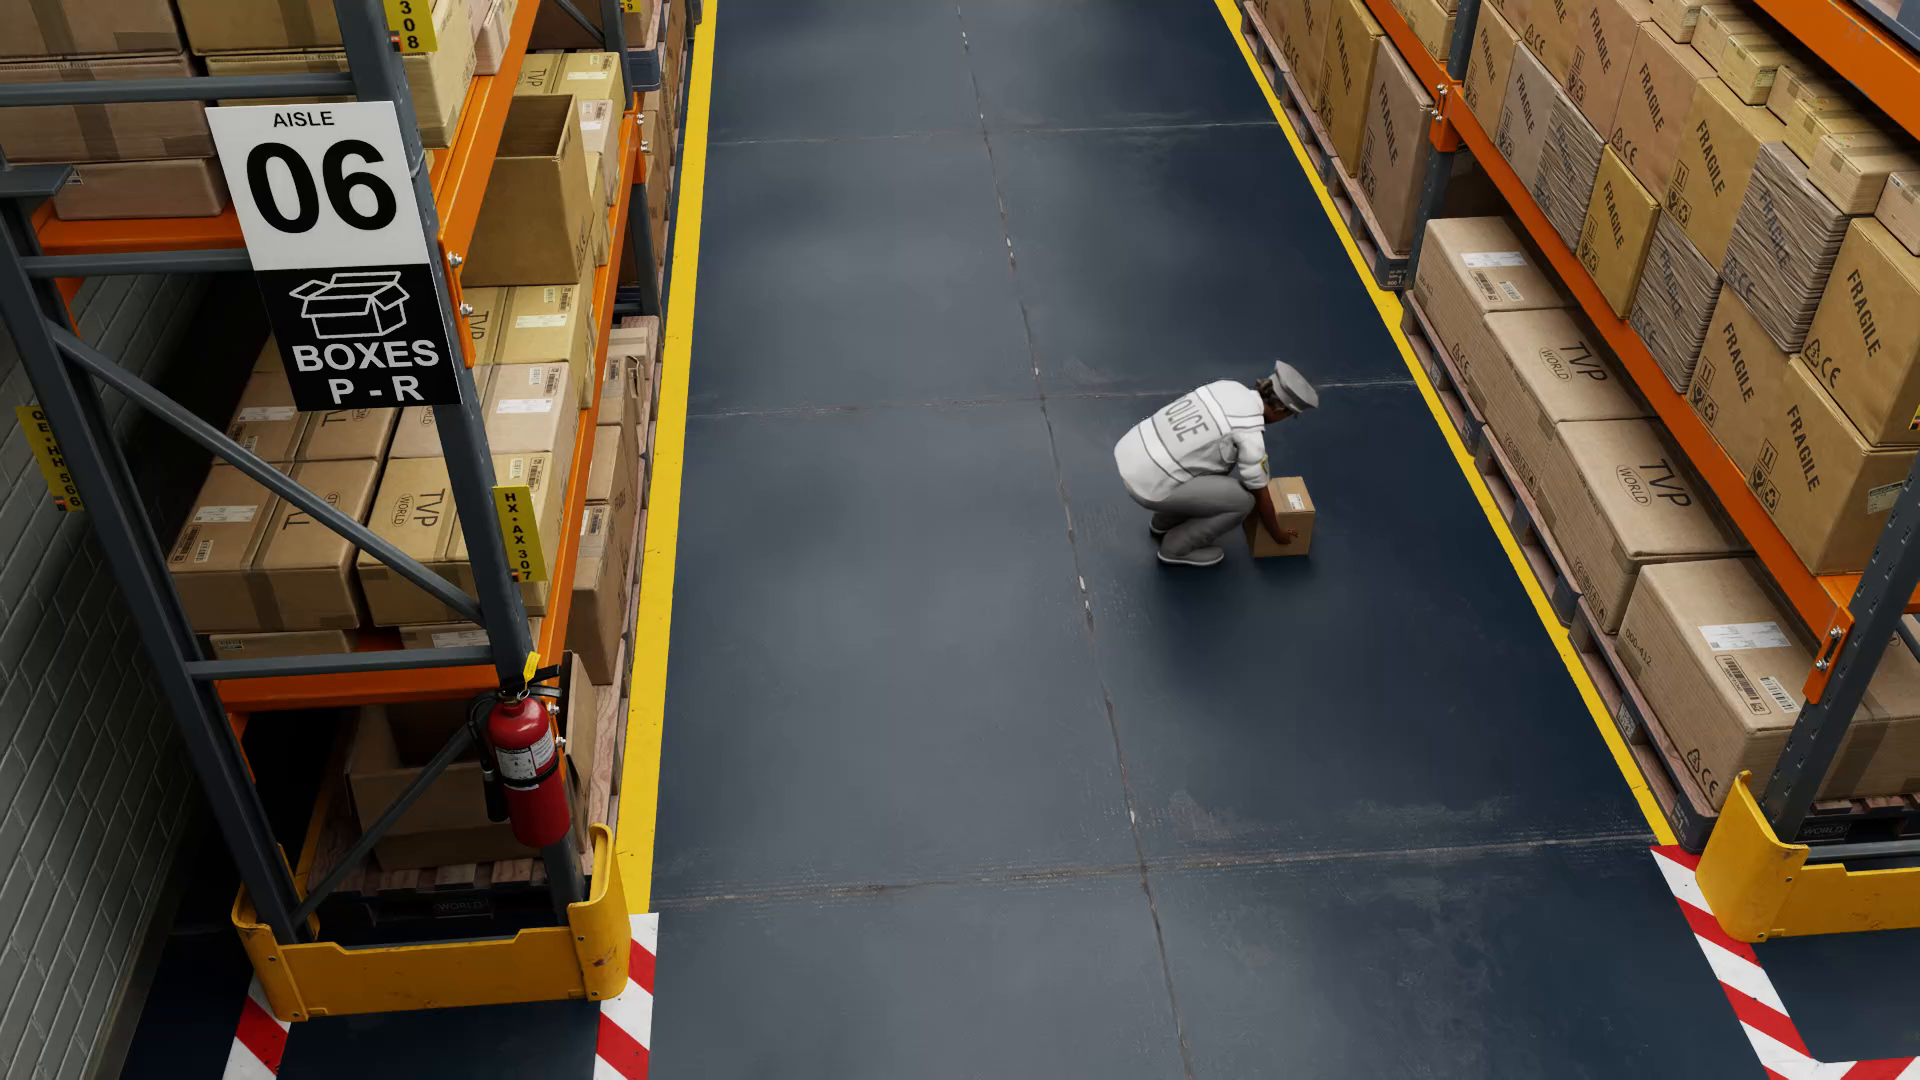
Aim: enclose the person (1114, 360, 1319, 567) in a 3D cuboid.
[{"bbox_3d":[1.098,-0.333,7.189,0.864,0.877,0.472,-3,39,-4],"label":"person"}]
